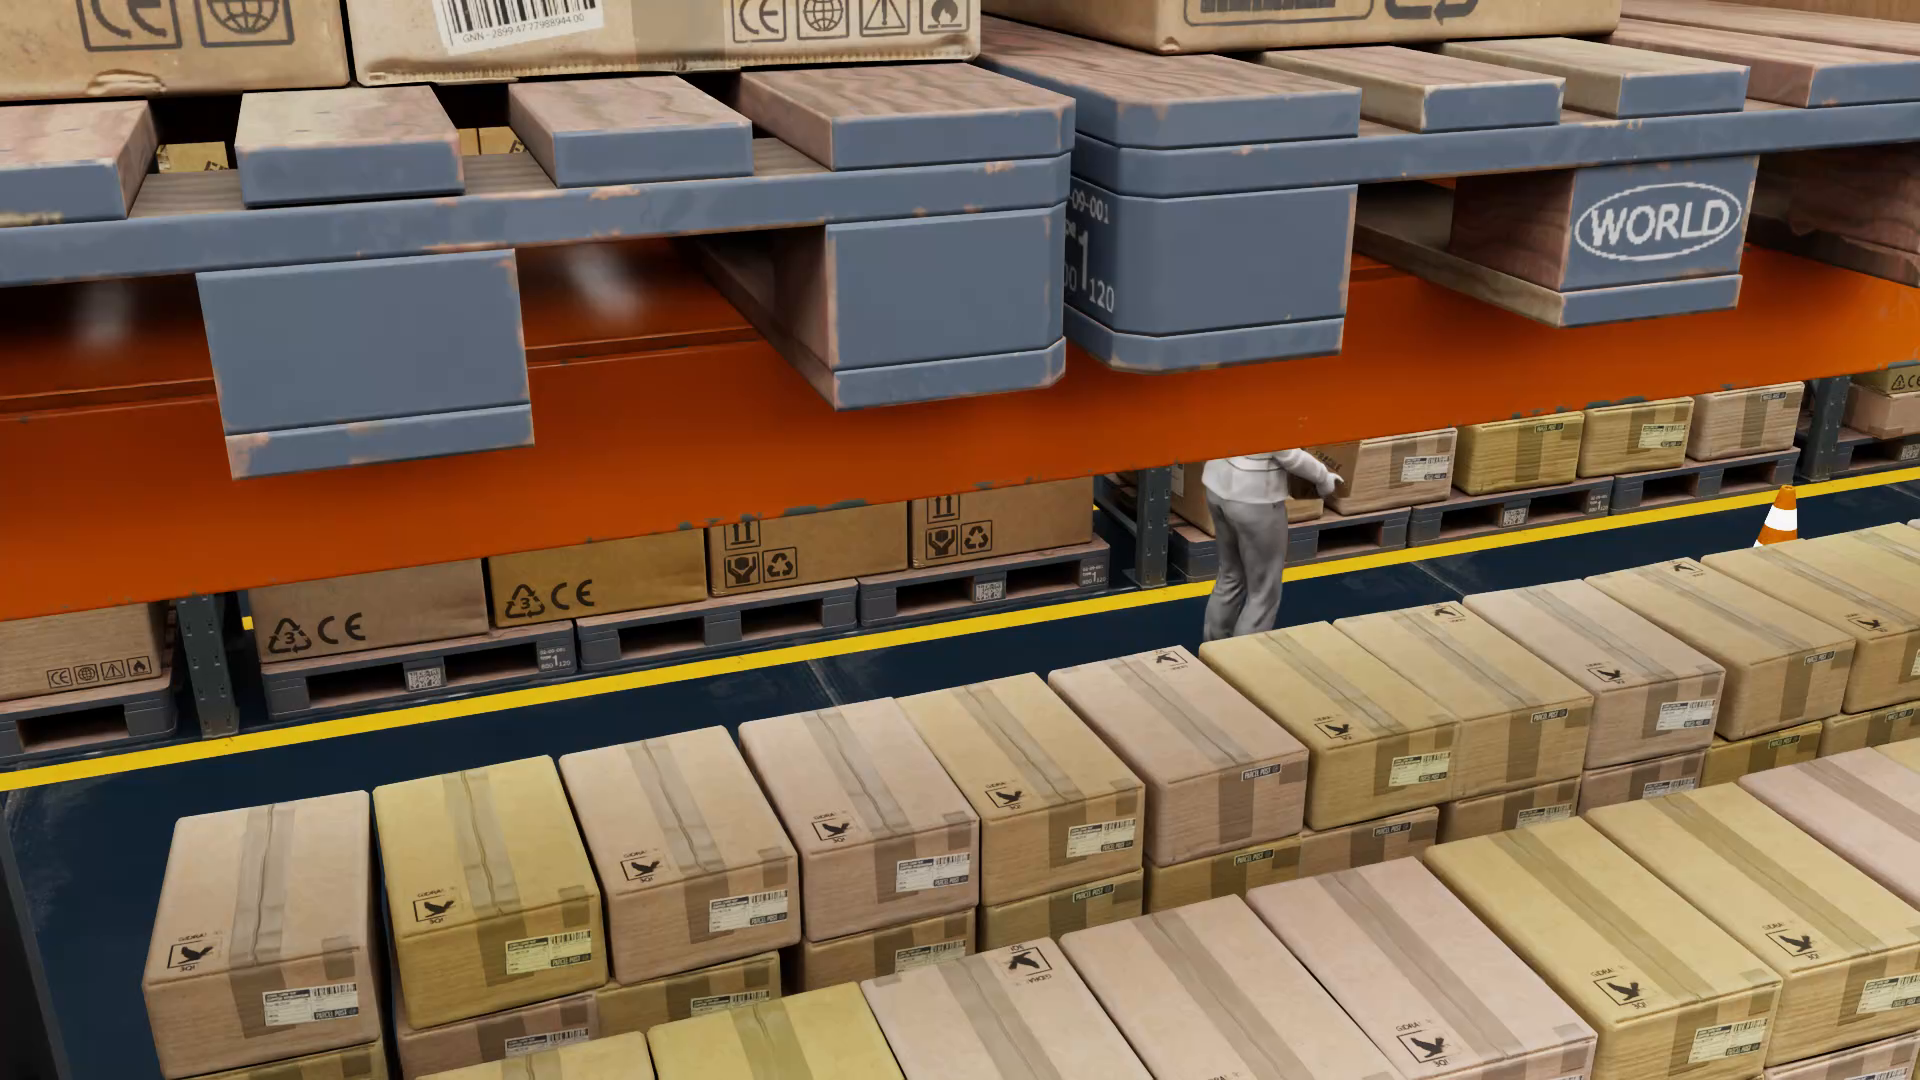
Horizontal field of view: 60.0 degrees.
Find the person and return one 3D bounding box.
[{"bbox_3d":[1.194,-0.180,6.482,0.517,1.692,0.482,-8,24,-19],"label":"person"}]
